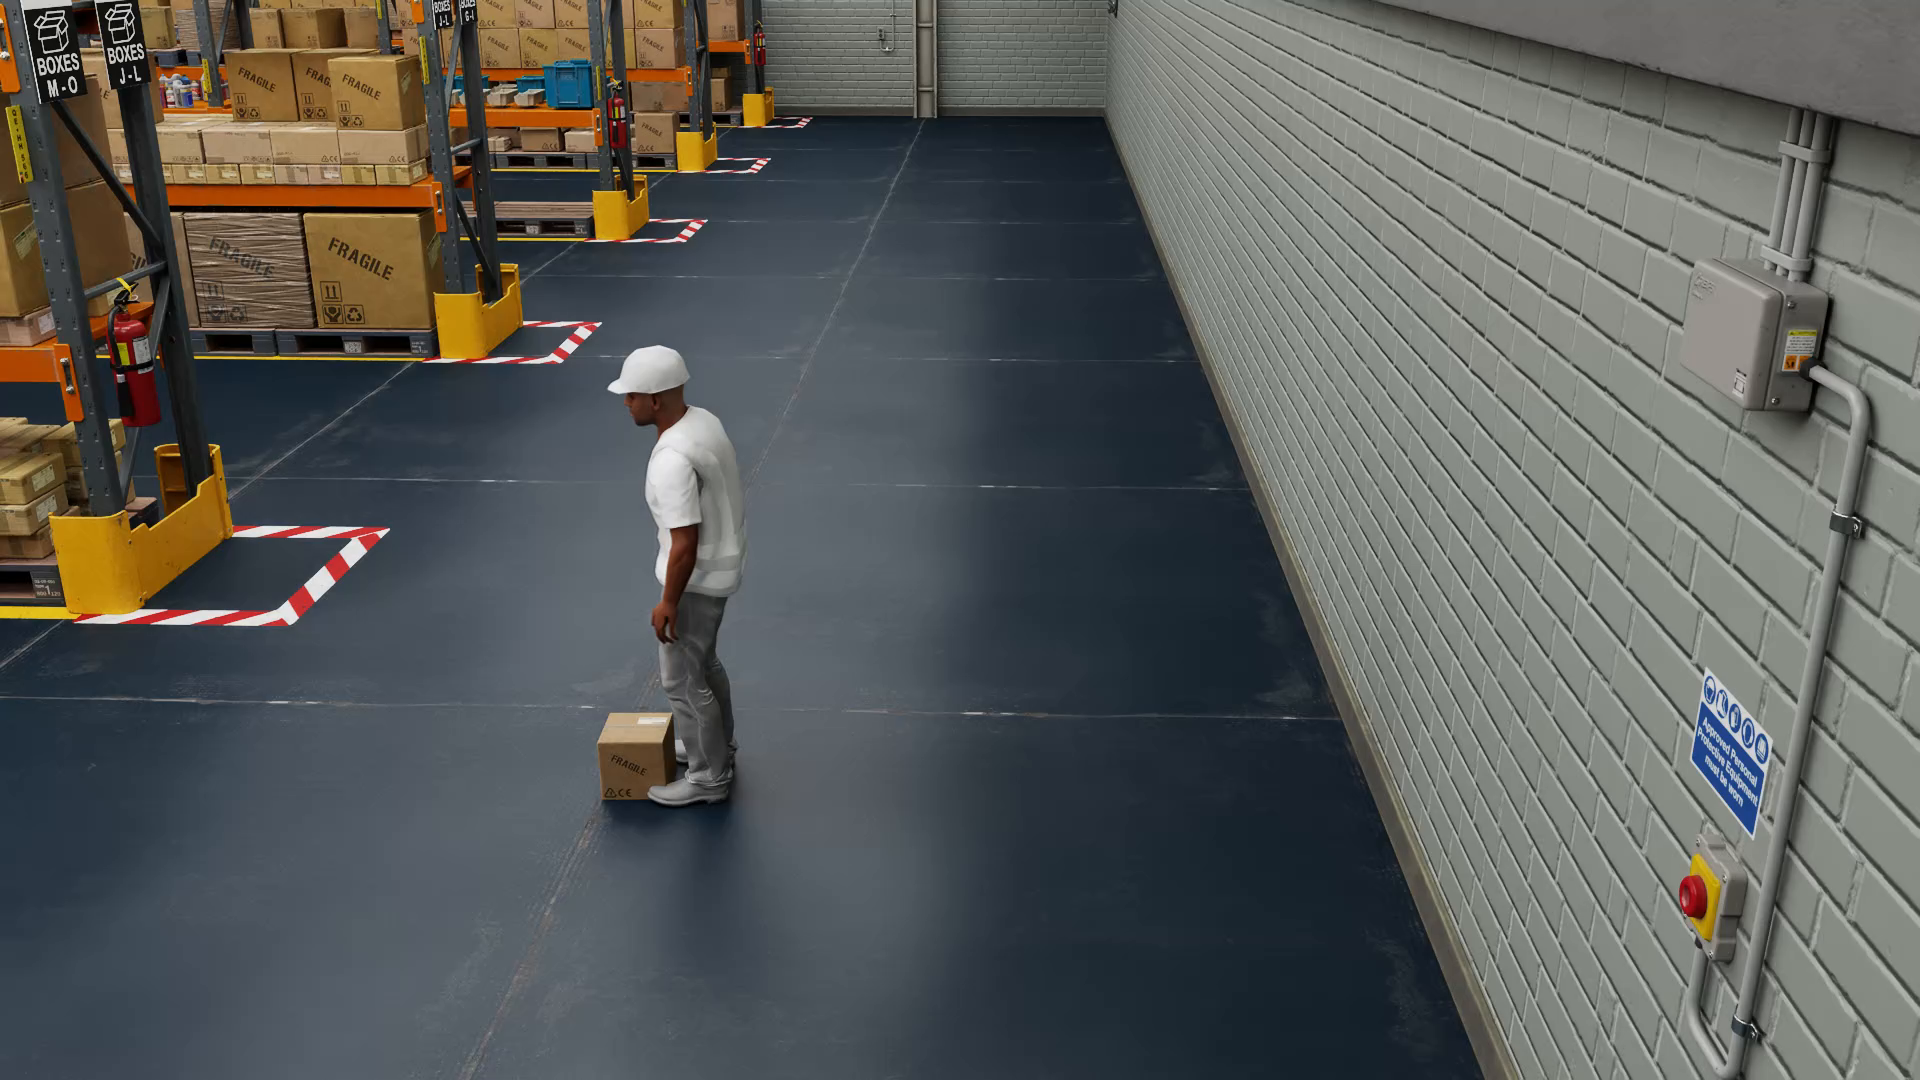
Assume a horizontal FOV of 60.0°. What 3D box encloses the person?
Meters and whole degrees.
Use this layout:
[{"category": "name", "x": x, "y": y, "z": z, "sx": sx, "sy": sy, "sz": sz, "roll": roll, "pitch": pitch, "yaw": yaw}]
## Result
[{"category": "person", "x": -1.023, "y": 0.131, "z": 6.207, "sx": 0.459, "sy": 1.760, "sz": 0.627, "roll": 1, "pitch": 21, "yaw": 2}]
